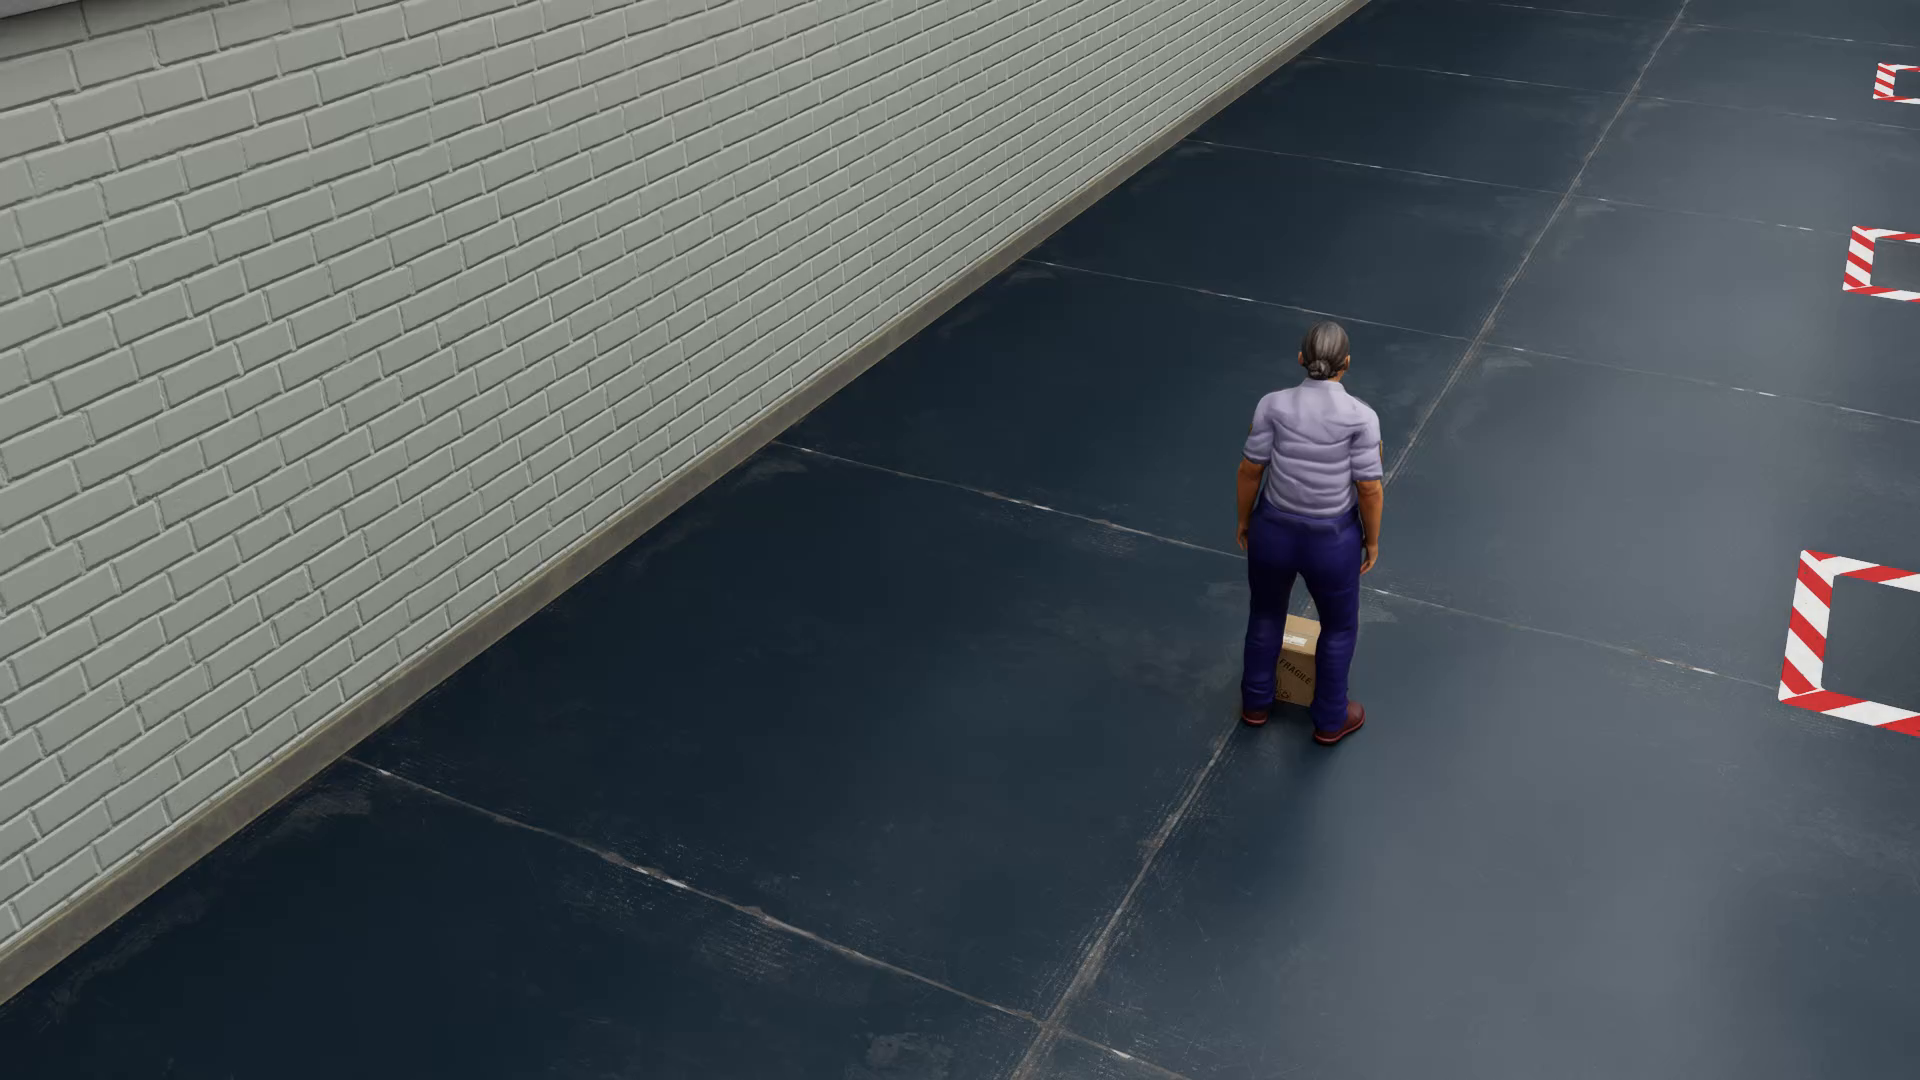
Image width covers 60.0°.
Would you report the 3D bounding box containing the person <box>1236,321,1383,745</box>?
[{"bbox_3d":[1.292,-0.006,6.148,0.564,1.652,0.369,13,33,20],"label":"person"}]
